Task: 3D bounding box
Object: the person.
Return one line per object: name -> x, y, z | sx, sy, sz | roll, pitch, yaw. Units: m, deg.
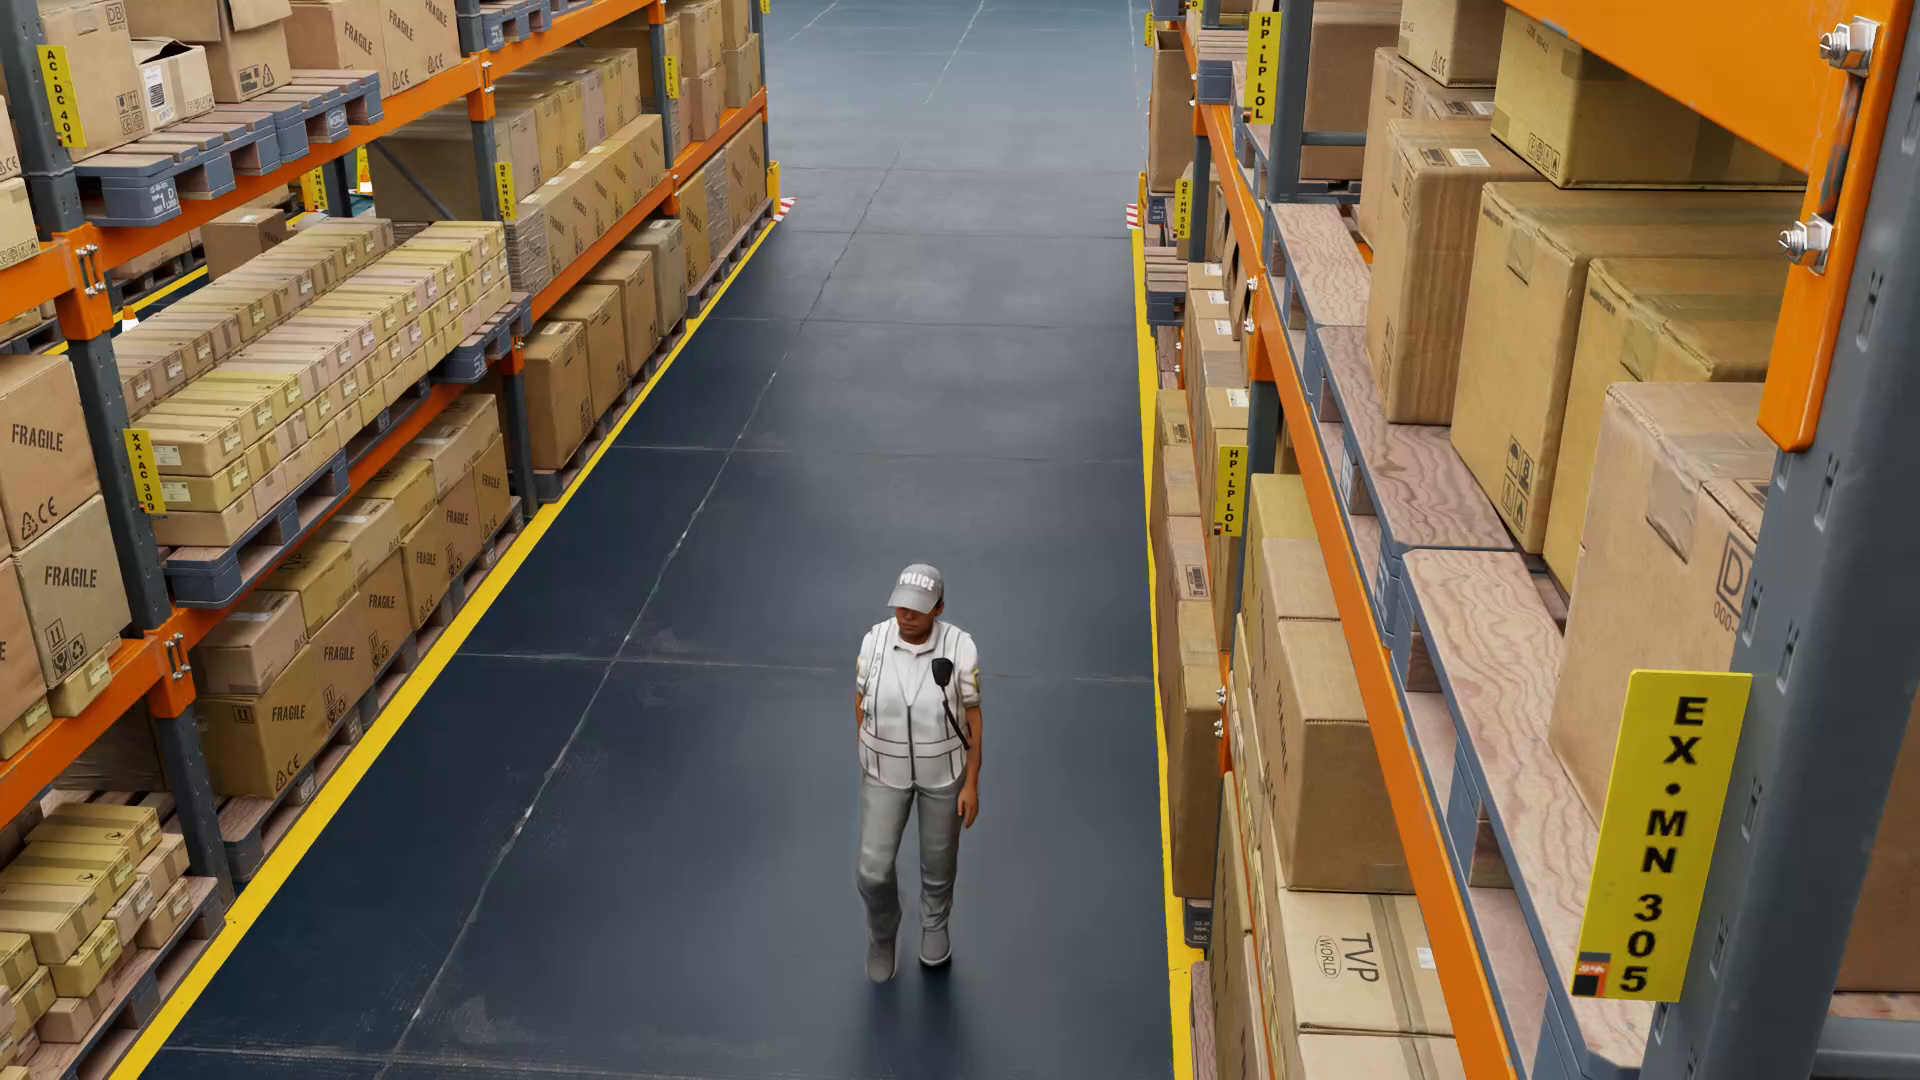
person -> -0.158, 0.903, 6.153 | 0.479, 1.712, 0.475 | 1, 25, 3
